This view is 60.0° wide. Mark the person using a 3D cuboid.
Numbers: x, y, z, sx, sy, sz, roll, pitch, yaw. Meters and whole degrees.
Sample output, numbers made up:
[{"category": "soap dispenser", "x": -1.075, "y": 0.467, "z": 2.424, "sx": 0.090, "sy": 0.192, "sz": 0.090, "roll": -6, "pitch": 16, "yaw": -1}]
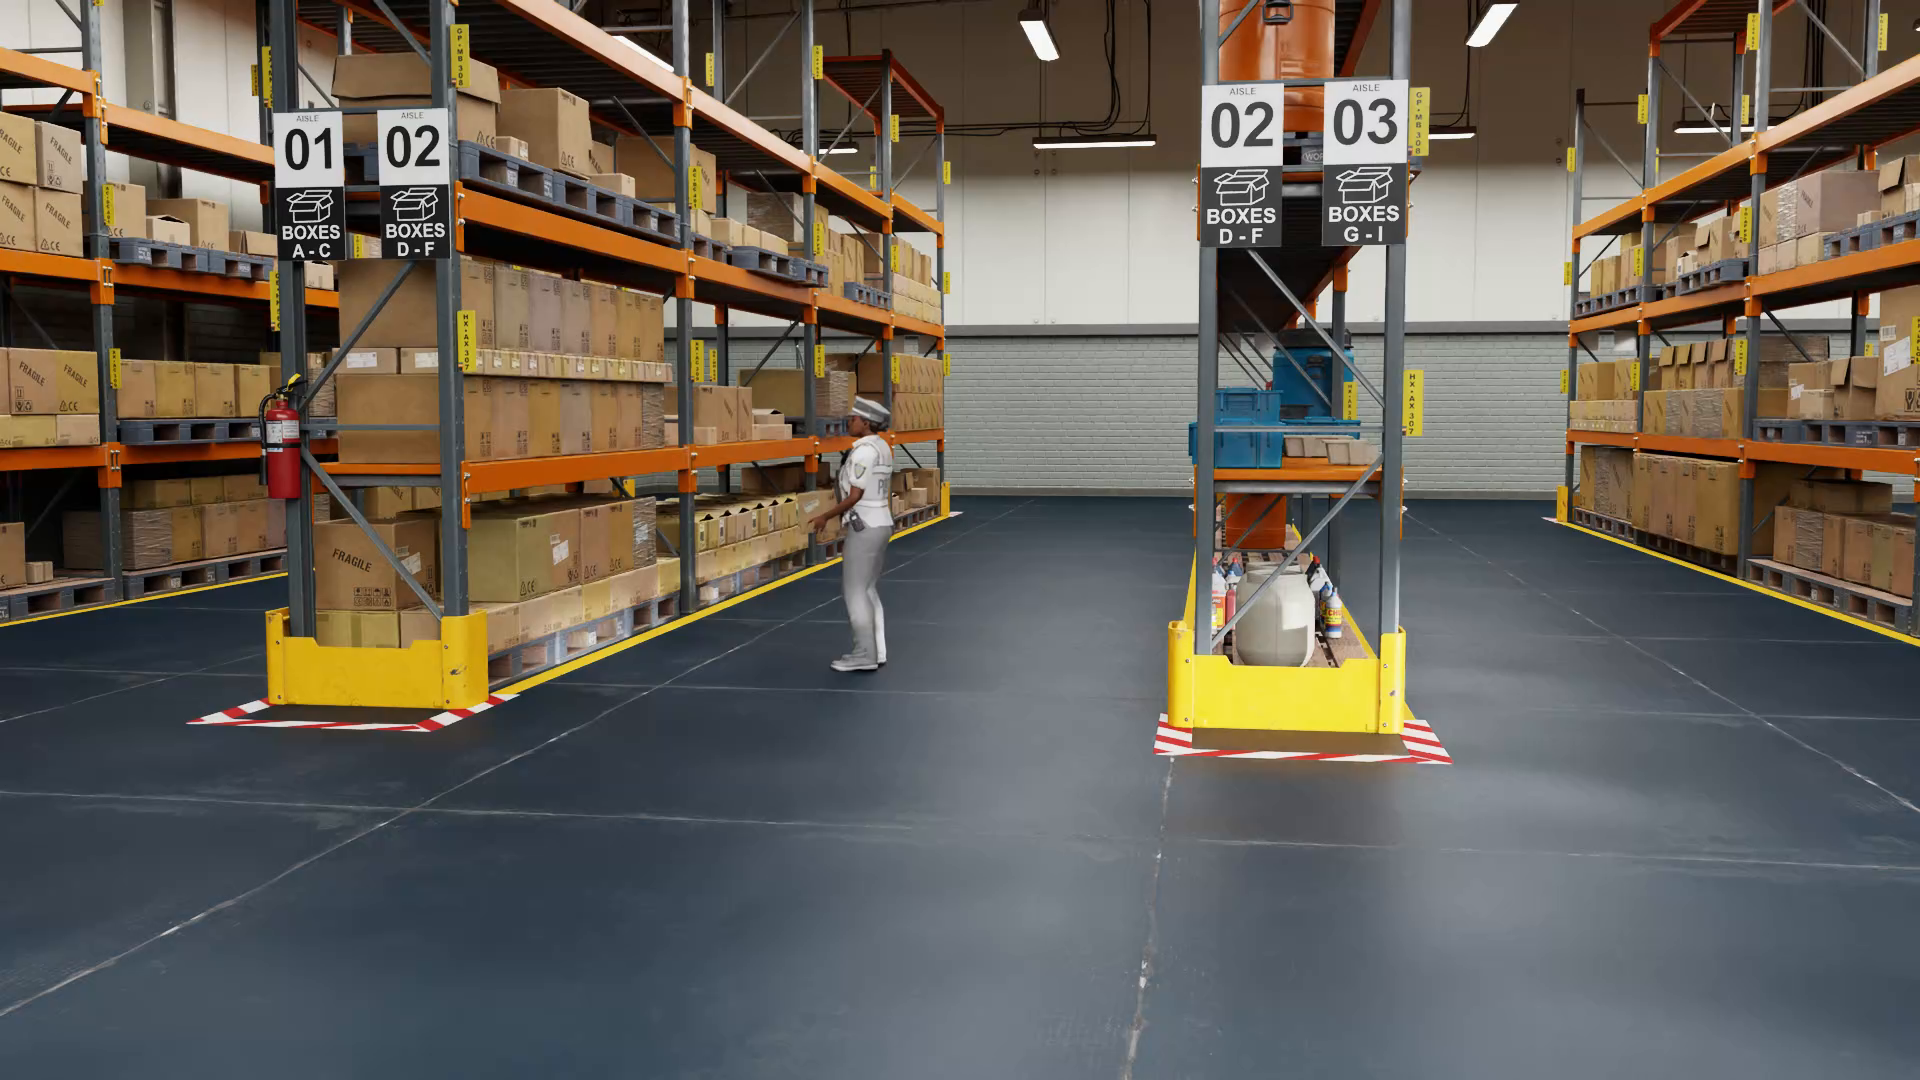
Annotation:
[{"category": "person", "x": -0.673, "y": -0.050, "z": 10.315, "sx": 0.508, "sy": 1.692, "sz": 0.464, "roll": 1, "pitch": 5, "yaw": 8}]
